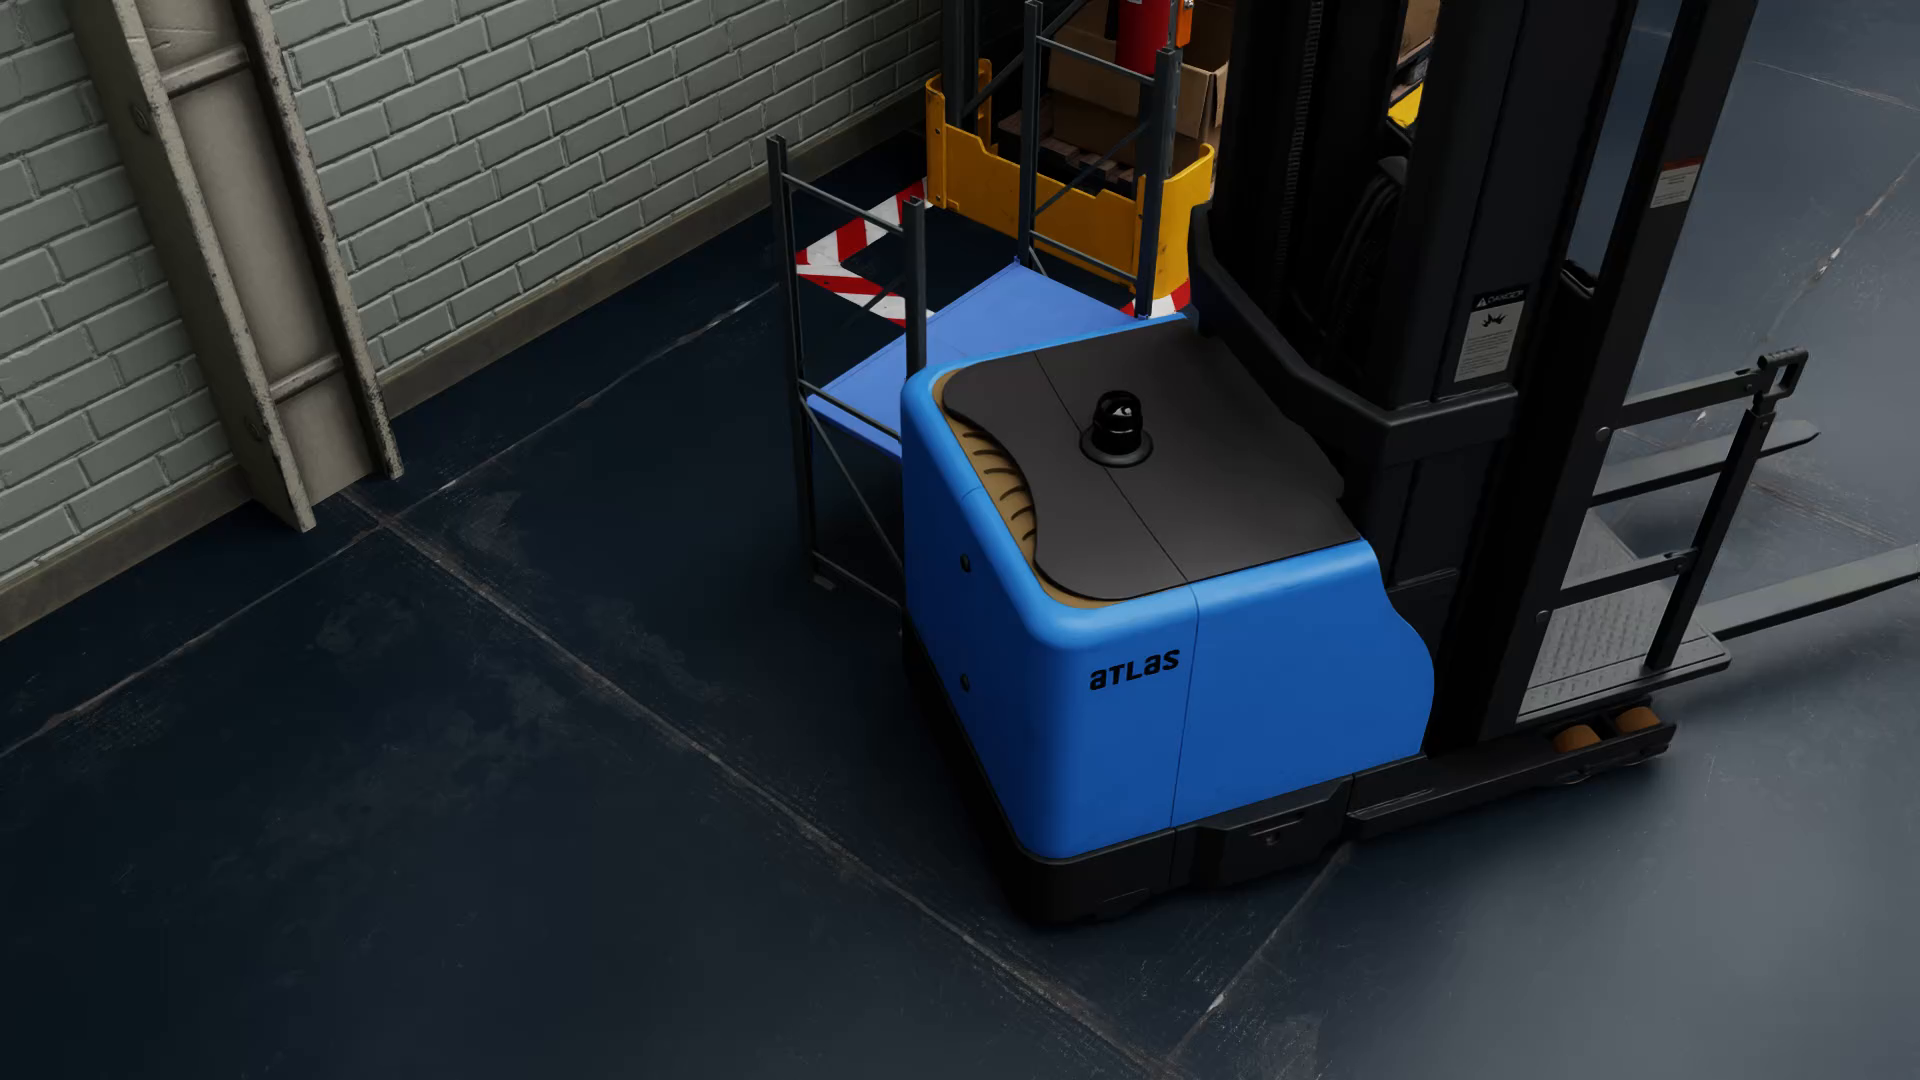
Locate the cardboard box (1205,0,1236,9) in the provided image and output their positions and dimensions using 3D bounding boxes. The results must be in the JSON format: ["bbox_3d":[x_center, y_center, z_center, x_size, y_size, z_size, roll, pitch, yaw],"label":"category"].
[{"bbox_3d":[1.394,-2.224,7.012,0.700,0.500,0.500,32,51,30],"label":"cardboard box"}]

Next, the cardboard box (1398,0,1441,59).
[{"bbox_3d":[1.811,-2.453,7.264,0.500,0.500,0.500,30,50,29],"label":"cardboard box"}]

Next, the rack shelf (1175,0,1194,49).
[{"bbox_3d":[1.635,-3.060,6.920,1.077,0.370,4.000,29,50,28],"label":"rack shelf"}]

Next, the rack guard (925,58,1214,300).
[{"bbox_3d":[0.397,-1.411,6.430,1.175,0.500,0.348,29,50,28],"label":"rack guard"}]

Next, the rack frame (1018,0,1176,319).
[{"bbox_3d":[0.381,-0.860,5.081,0.500,1.500,0.032,30,50,29],"label":"rack frame"}]

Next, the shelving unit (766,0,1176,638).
[{"bbox_3d":[0.049,-0.600,4.796,0.538,1.500,1.048,30,50,29],"label":"shelving unit"}]

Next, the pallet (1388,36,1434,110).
[{"bbox_3d":[1.695,-2.340,7.667,1.003,0.211,1.213,29,50,28],"label":"pallet"}]

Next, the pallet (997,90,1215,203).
[{"bbox_3d":[0.910,-1.715,6.979,1.003,0.211,1.213,29,50,28],"label":"pallet"}]

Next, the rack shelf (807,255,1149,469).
[{"bbox_3d":[0.049,-0.467,4.917,0.538,0.185,1.000,30,50,29],"label":"rack shelf"}]

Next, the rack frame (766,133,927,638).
[{"bbox_3d":[-0.282,-0.341,4.510,0.500,1.500,0.032,30,50,29],"label":"rack frame"}]

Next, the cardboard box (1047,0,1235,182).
[{"bbox_3d":[0.815,-1.802,6.546,0.797,0.503,0.637,28,49,27],"label":"cardboard box"}]

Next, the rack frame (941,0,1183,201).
[{"bbox_3d":[0.348,-2.296,5.546,1.000,3.000,0.127,29,50,28],"label":"rack frame"}]

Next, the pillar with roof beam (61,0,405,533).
[{"bbox_3d":[1.218,-1.654,0.380,9.100,9.000,0.400,29,50,28],"label":"pillar with roof beam"}]

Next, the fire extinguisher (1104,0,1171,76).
[{"bbox_3d":[0.607,-1.854,5.394,0.296,0.674,0.183,29,50,28],"label":"fire extinguisher"}]

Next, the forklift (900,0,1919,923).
[{"bbox_3d":[1.410,-0.743,3.889,3.031,2.935,1.130,-14,44,-15],"label":"forklift"}]
